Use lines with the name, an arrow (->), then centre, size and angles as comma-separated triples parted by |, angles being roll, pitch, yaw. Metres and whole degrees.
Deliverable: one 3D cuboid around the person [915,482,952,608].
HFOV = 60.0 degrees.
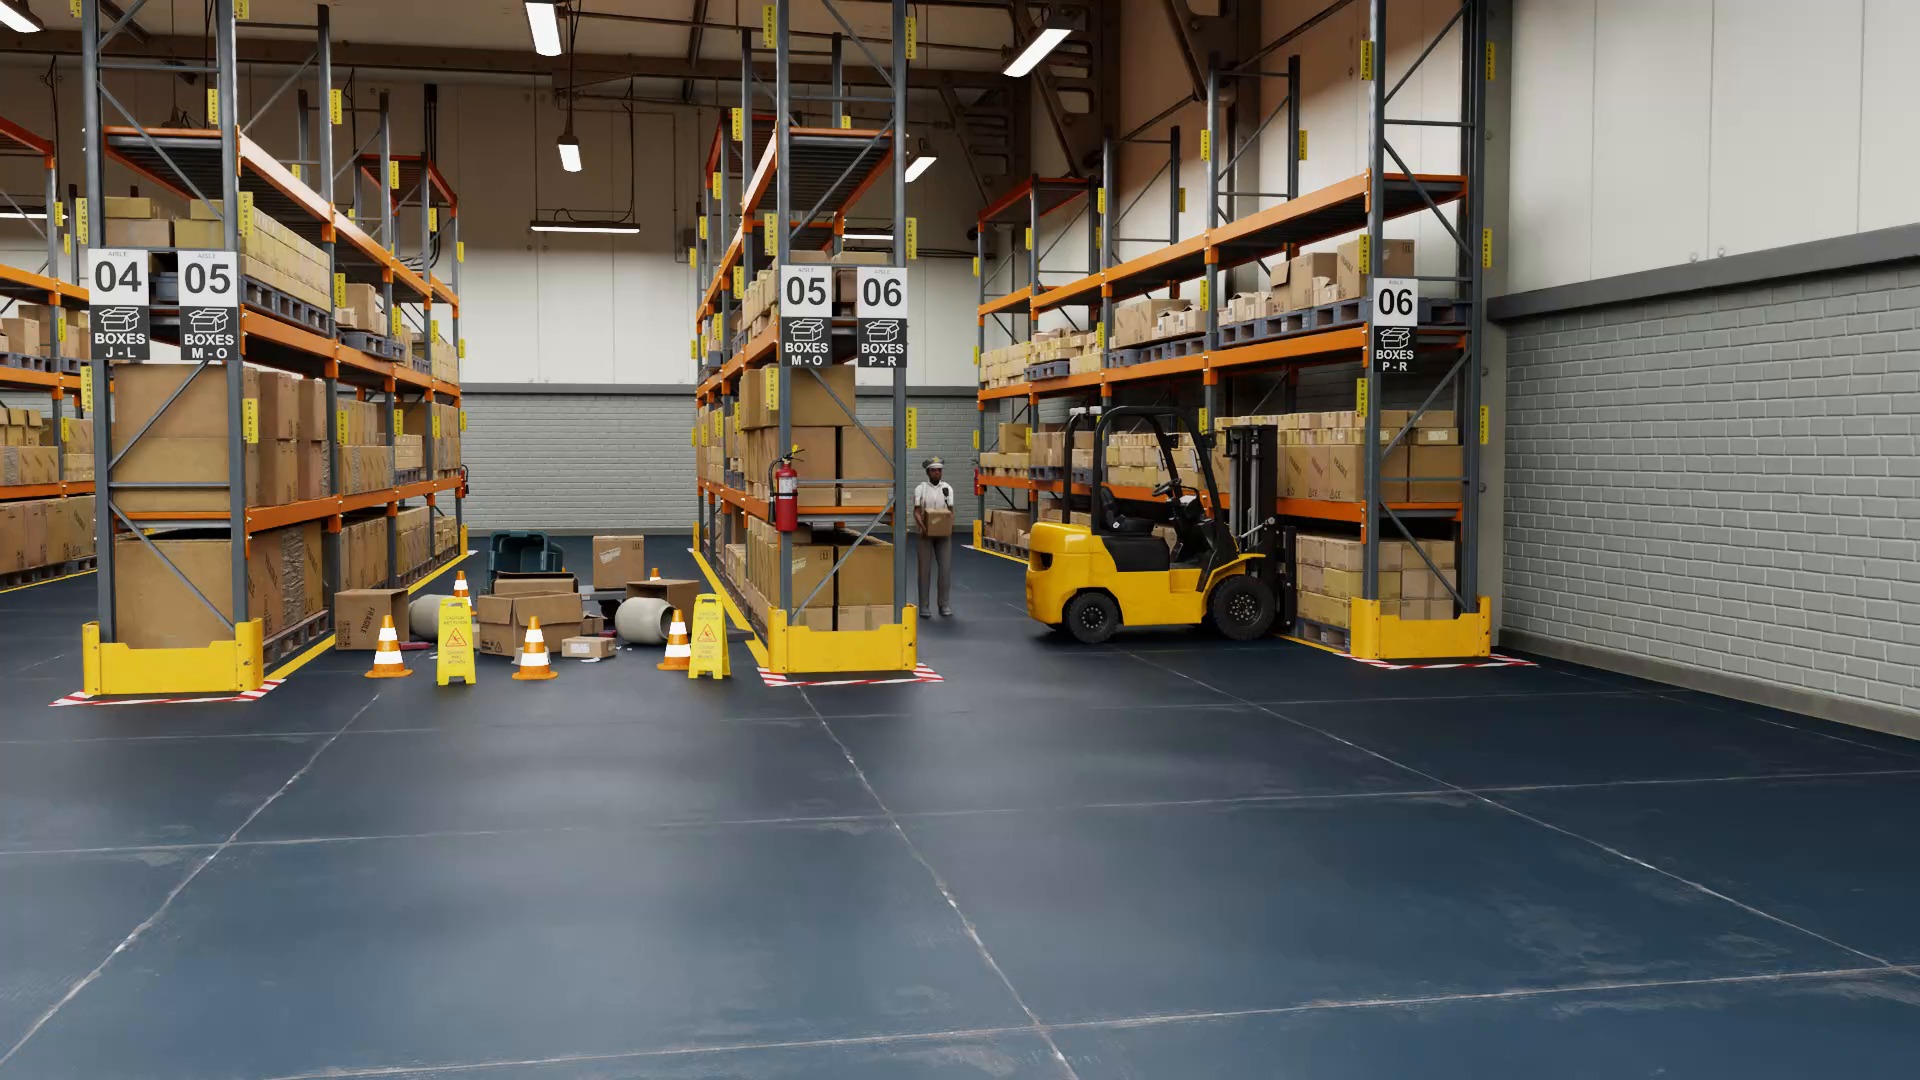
person -> -0.289, 0.052, 17.780 | 0.391, 1.347, 0.327 | -1, 3, -10
